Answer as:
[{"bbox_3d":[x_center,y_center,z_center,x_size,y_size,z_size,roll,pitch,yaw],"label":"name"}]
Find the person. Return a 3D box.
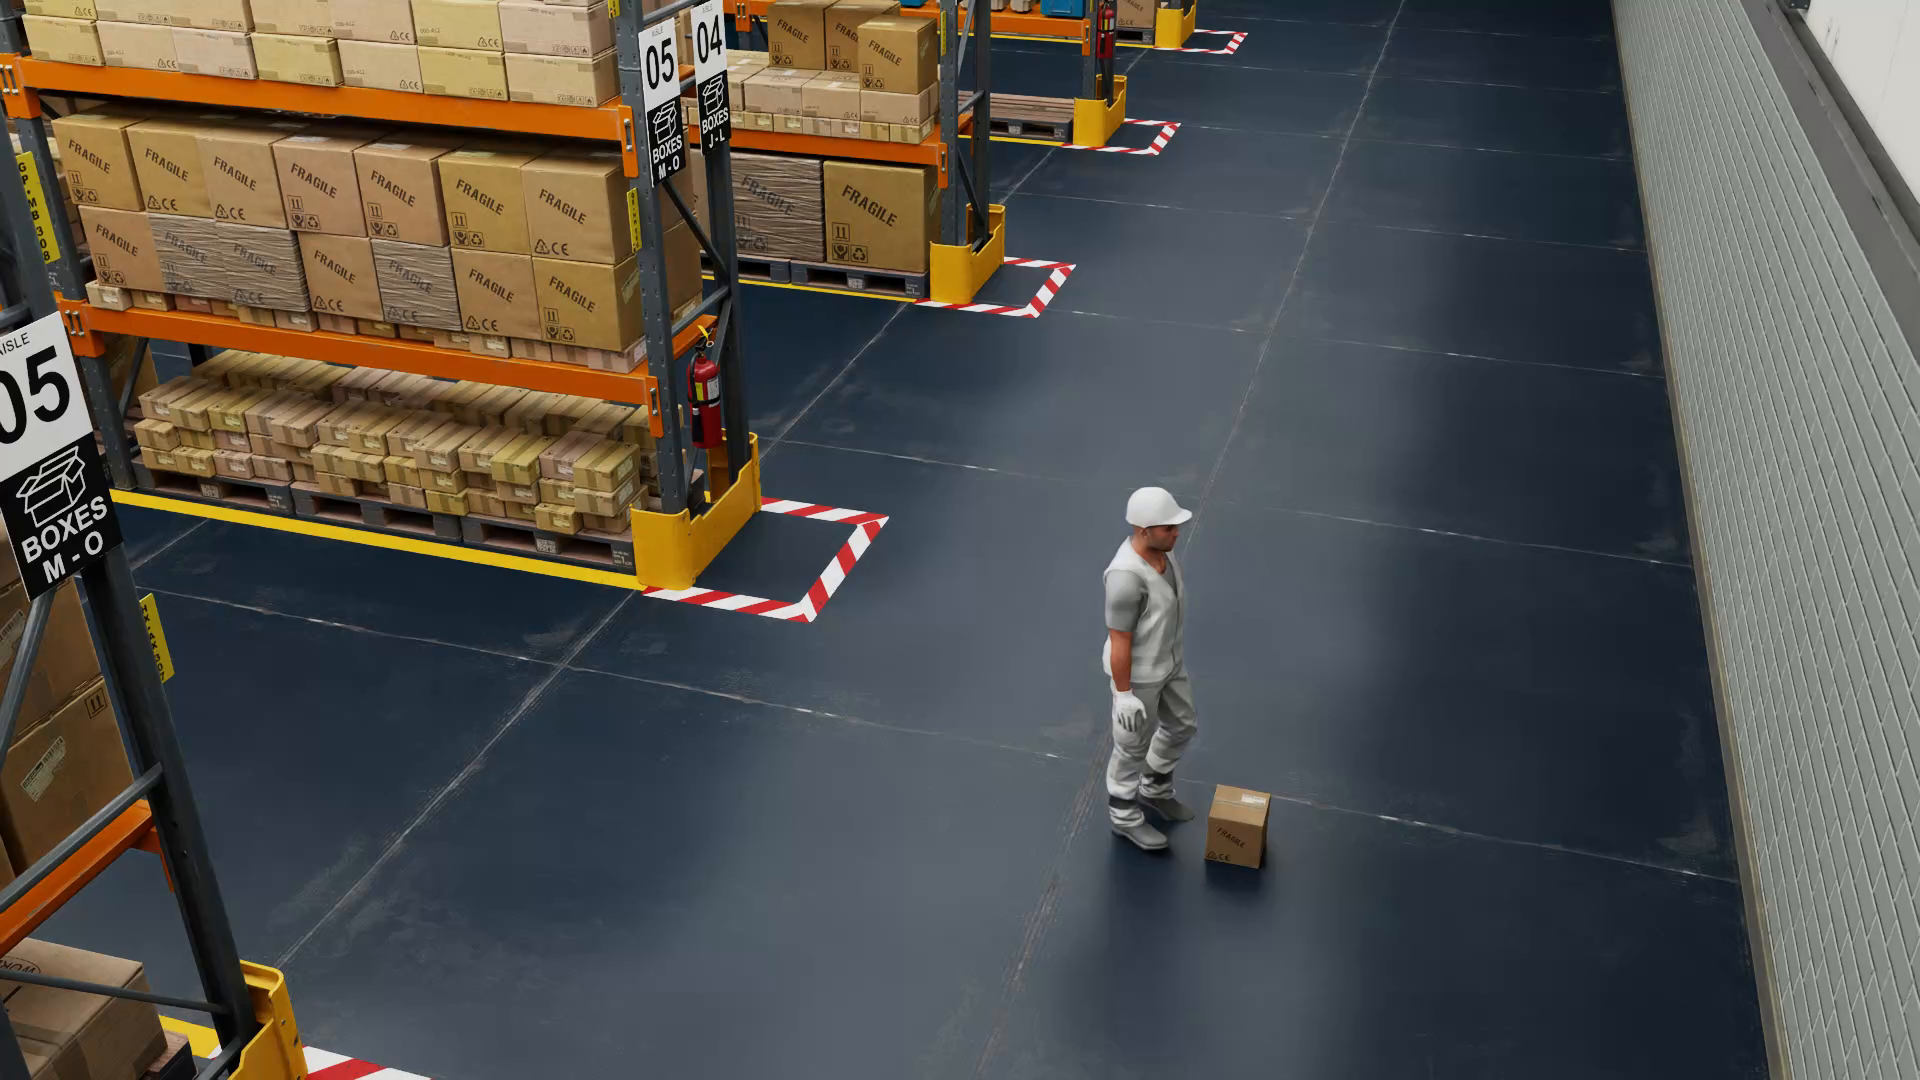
[{"bbox_3d":[0.838,0.601,7.414,0.402,1.820,0.590,15,32,25],"label":"person"}]
